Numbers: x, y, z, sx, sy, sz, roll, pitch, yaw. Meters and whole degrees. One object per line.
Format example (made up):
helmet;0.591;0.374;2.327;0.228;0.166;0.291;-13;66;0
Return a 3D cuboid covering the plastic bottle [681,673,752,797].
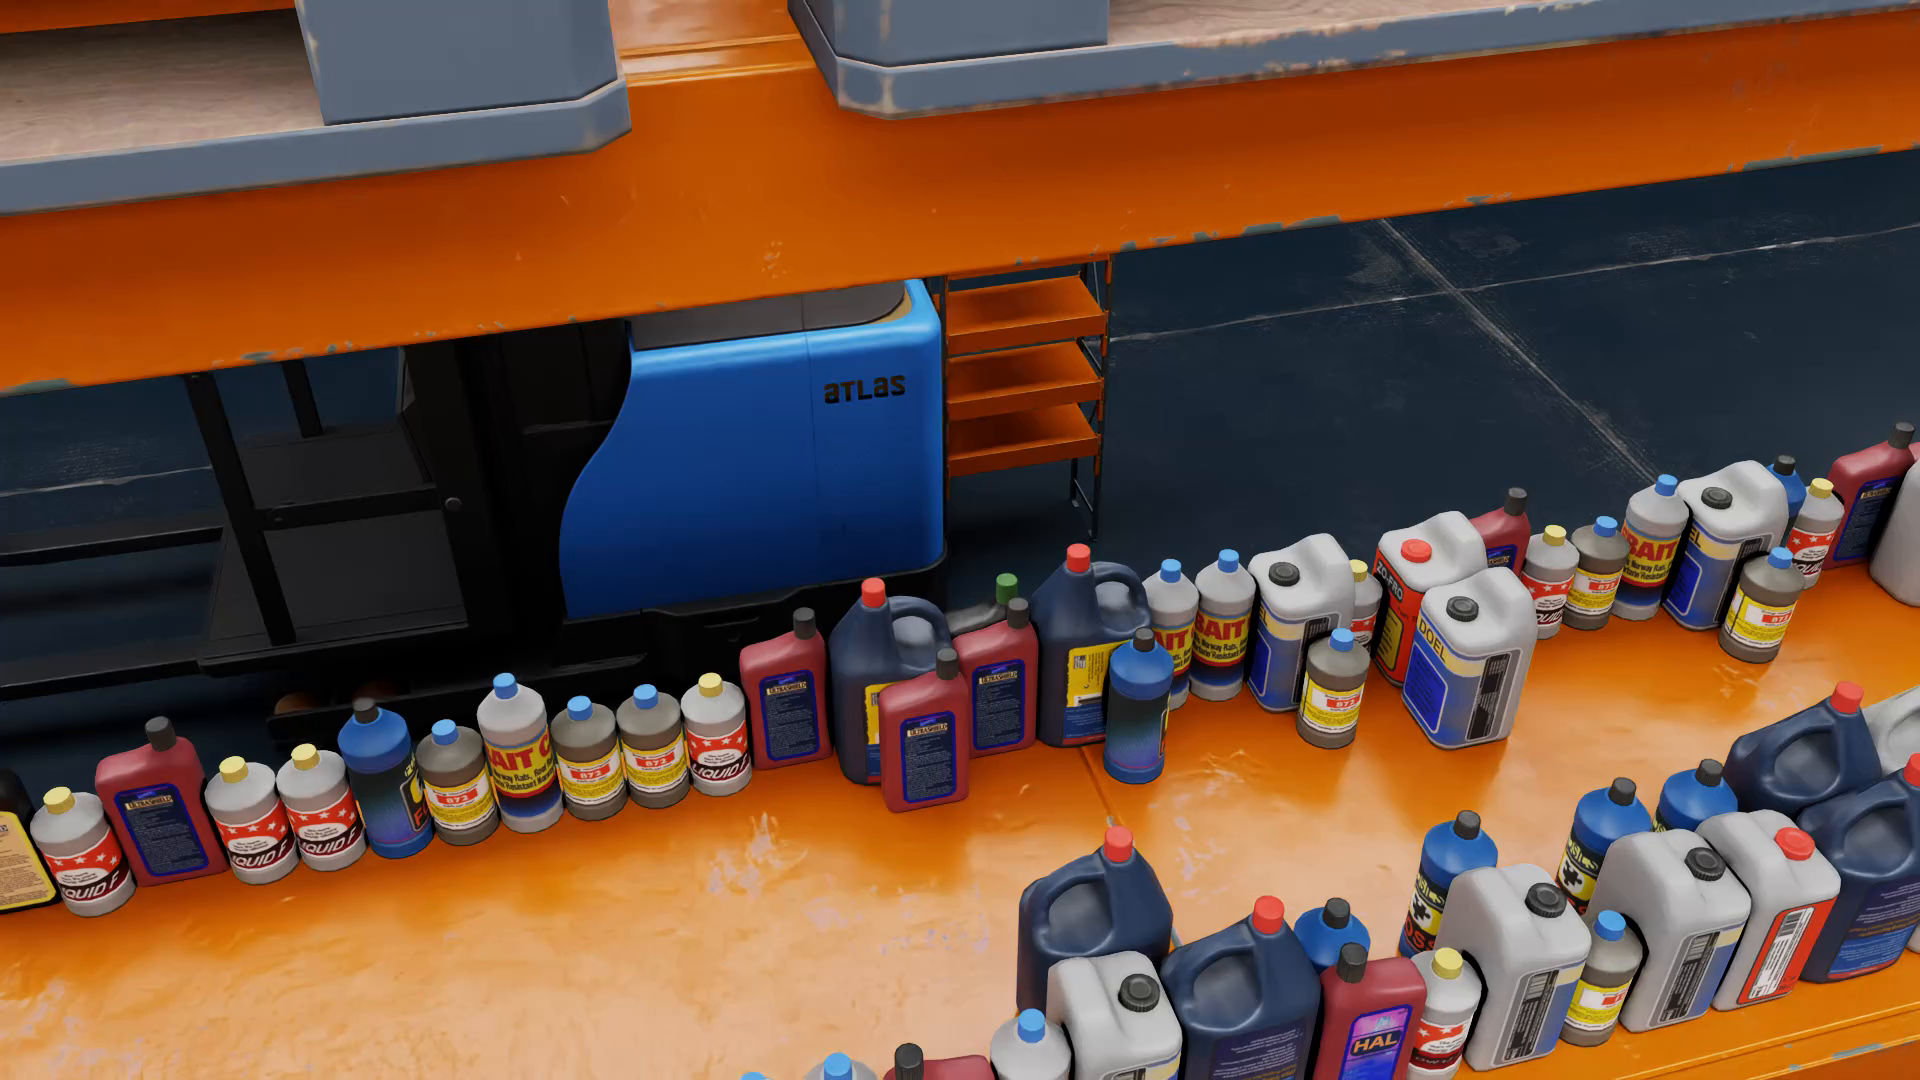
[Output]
plastic bottle;-0.376;0.291;2.564;0.097;0.201;0.097;0;37;0

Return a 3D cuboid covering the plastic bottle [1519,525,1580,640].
plastic bottle;1.003;0.065;2.860;0.097;0.201;0.097;0;37;0

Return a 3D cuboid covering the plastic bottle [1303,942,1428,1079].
plastic bottle;0.508;0.603;2.090;0.133;0.283;0.061;-9;38;-12

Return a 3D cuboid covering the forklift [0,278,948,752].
forklift;-1.607;-0.945;4.073;3.031;2.935;1.130;-8;38;-10

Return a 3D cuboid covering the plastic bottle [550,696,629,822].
plastic bottle;-0.564;0.322;2.524;0.097;0.201;0.097;0;37;0

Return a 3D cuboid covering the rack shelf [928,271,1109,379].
rack shelf;0.160;-0.627;4.825;0.480;0.148;0.258;-9;38;-12

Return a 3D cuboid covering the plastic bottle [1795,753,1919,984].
plastic bottle;1.229;0.431;2.258;0.185;0.351;0.144;-9;38;-12

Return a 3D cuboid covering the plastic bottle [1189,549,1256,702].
plastic bottle;0.426;0.132;2.715;0.097;0.271;0.097;0;37;0

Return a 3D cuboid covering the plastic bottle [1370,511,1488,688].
plastic bottle;0.769;0.091;2.765;0.135;0.276;0.152;-9;38;-12

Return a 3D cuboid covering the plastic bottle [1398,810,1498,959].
plastic bottle;0.669;0.474;2.268;0.097;0.271;0.097;0;37;0

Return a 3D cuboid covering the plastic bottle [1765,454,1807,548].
plastic bottle;1.415;-0.031;2.927;0.097;0.271;0.097;0;37;0

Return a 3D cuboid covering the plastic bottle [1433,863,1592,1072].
plastic bottle;0.720;0.542;2.175;0.135;0.276;0.152;-9;38;-12

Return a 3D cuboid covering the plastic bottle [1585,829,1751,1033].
plastic bottle;0.944;0.505;2.223;0.135;0.276;0.152;-9;38;-12

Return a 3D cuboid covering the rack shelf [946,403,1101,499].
rack shelf;0.160;-0.292;5.081;0.480;0.148;0.258;-9;38;-12

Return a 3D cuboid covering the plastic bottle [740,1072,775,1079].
plastic bottle;-0.233;0.717;1.949;0.097;0.271;0.097;0;37;0

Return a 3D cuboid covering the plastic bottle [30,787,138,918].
plastic bottle;-1.257;0.436;2.375;0.097;0.201;0.097;0;37;0

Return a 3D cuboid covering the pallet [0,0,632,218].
pallet;-0.888;-0.502;1.124;1.213;0.211;1.003;-9;38;-12

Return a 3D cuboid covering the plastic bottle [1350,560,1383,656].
plastic bottle;0.650;0.123;2.784;0.097;0.201;0.097;0;37;0

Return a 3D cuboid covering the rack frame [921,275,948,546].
rack frame;-0.076;-0.464;4.869;0.015;1.200;0.240;-9;38;-12

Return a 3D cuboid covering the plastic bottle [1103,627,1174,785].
plastic bottle;0.276;0.247;2.564;0.097;0.271;0.097;0;37;0

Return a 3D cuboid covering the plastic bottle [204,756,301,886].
plastic bottle;-1.034;0.399;2.423;0.097;0.201;0.097;0;37;0

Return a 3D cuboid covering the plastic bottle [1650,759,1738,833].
plastic bottle;1.023;0.416;2.344;0.097;0.271;0.097;0;37;0

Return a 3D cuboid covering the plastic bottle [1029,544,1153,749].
plastic bottle;0.202;0.152;2.624;0.185;0.351;0.144;-9;38;-12

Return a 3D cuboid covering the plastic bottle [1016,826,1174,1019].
plastic bottle;0.174;0.509;2.157;0.185;0.351;0.144;-9;38;-12

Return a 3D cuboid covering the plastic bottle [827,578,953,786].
plastic bottle;-0.105;0.202;2.558;0.185;0.351;0.144;-9;38;-12

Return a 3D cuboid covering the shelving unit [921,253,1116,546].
shelving unit;0.160;-0.503;4.920;0.503;1.200;0.258;-9;38;-12

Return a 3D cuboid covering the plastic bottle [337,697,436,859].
plastic bottle;-0.846;0.340;2.442;0.097;0.271;0.097;0;37;0

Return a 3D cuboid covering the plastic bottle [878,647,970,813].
plastic bottle;-0.054;0.285;2.505;0.133;0.283;0.061;-9;38;-12

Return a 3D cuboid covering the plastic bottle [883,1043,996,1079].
plastic bottle;-0.023;0.690;1.976;0.133;0.283;0.061;-9;38;-12

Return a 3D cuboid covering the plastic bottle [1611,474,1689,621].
plastic bottle;1.191;0.006;2.879;0.097;0.271;0.097;0;37;0

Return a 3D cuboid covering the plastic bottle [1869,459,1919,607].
plastic bottle;1.746;-0.063;2.905;0.185;0.351;0.144;-9;38;-12

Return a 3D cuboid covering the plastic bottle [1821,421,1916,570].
plastic bottle;1.615;-0.080;2.981;0.133;0.283;0.061;-9;38;-12

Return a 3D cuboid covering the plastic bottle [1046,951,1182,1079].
plastic bottle;0.189;0.629;2.061;0.135;0.276;0.152;-9;38;-12

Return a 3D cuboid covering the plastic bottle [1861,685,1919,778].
plastic bottle;1.370;0.318;2.407;0.185;0.351;0.144;-9;38;-12

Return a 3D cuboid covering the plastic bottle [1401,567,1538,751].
plastic bottle;0.809;0.180;2.648;0.135;0.276;0.152;-9;38;-12
